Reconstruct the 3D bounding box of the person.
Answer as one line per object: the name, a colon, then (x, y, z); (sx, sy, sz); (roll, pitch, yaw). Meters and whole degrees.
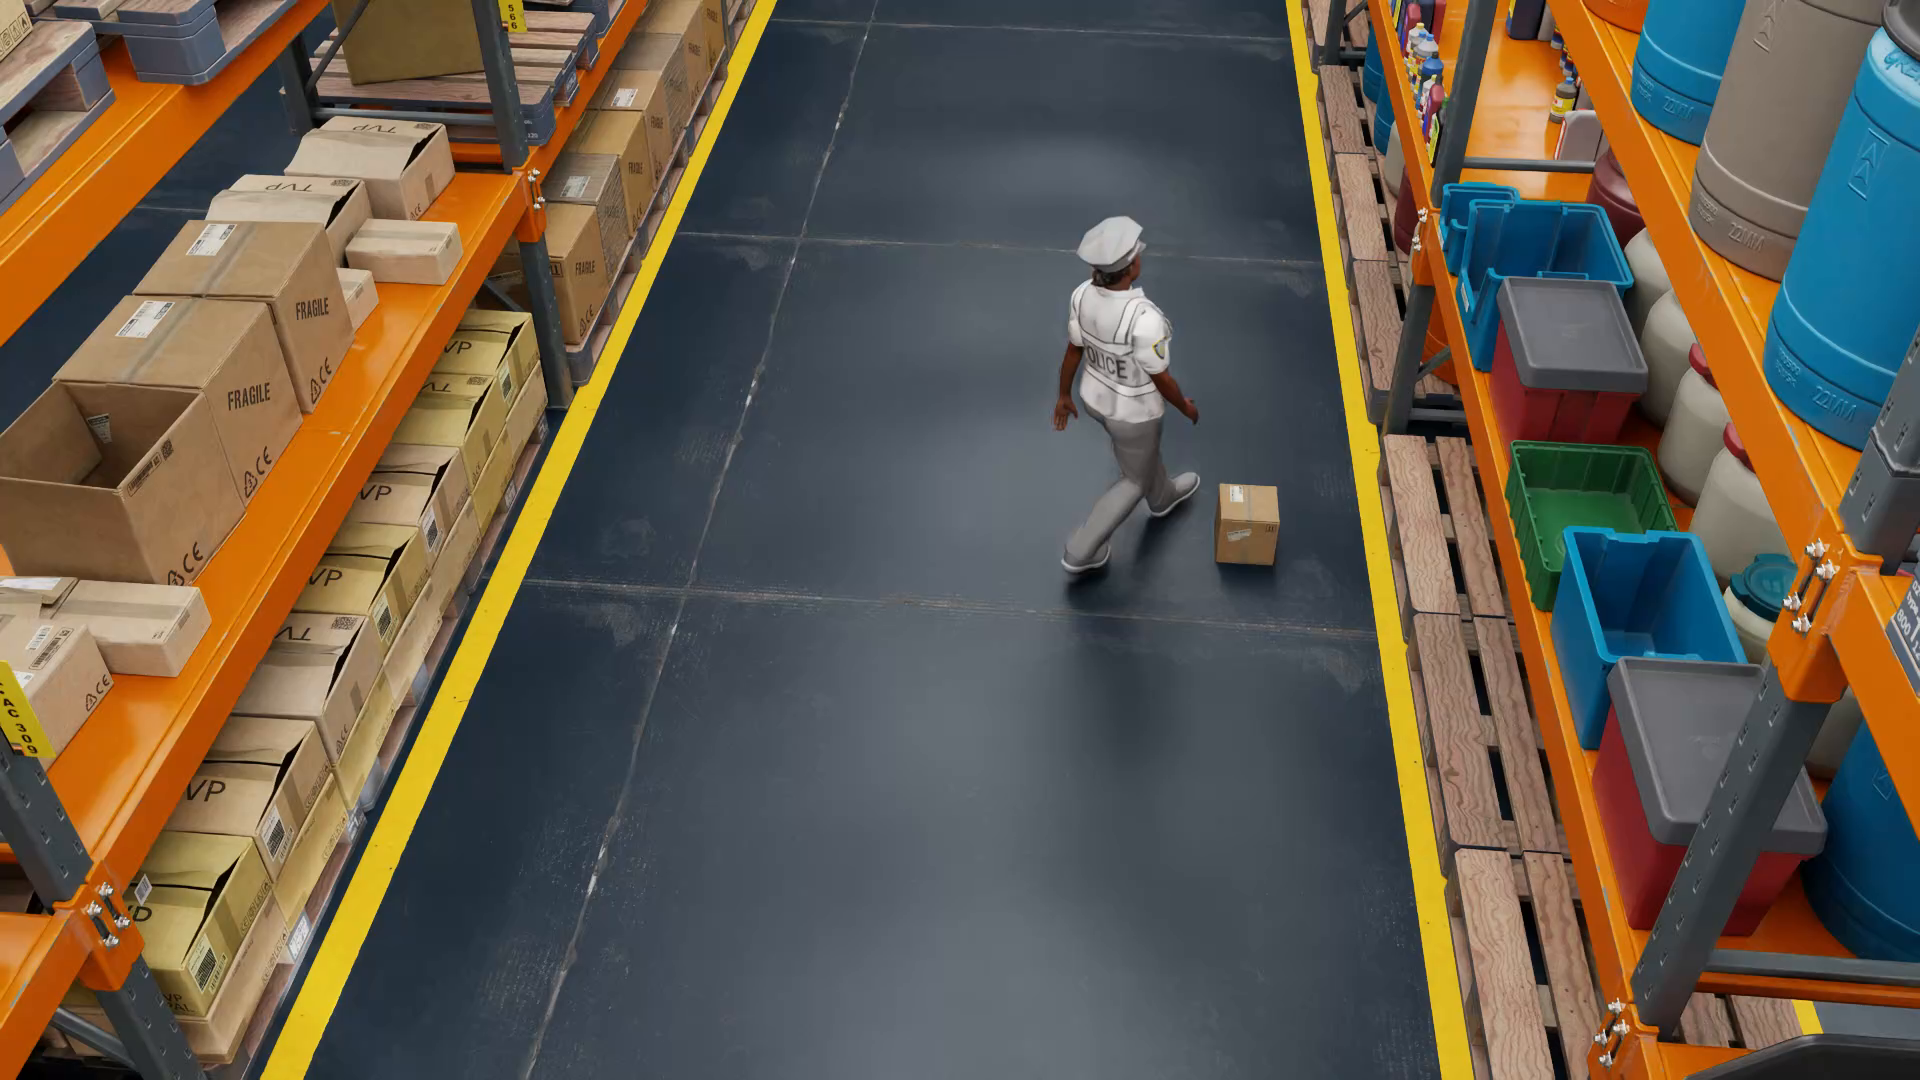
person: (0.774, -0.629, 6.899); (0.903, 1.618, 0.496); (-25, 46, -27)
